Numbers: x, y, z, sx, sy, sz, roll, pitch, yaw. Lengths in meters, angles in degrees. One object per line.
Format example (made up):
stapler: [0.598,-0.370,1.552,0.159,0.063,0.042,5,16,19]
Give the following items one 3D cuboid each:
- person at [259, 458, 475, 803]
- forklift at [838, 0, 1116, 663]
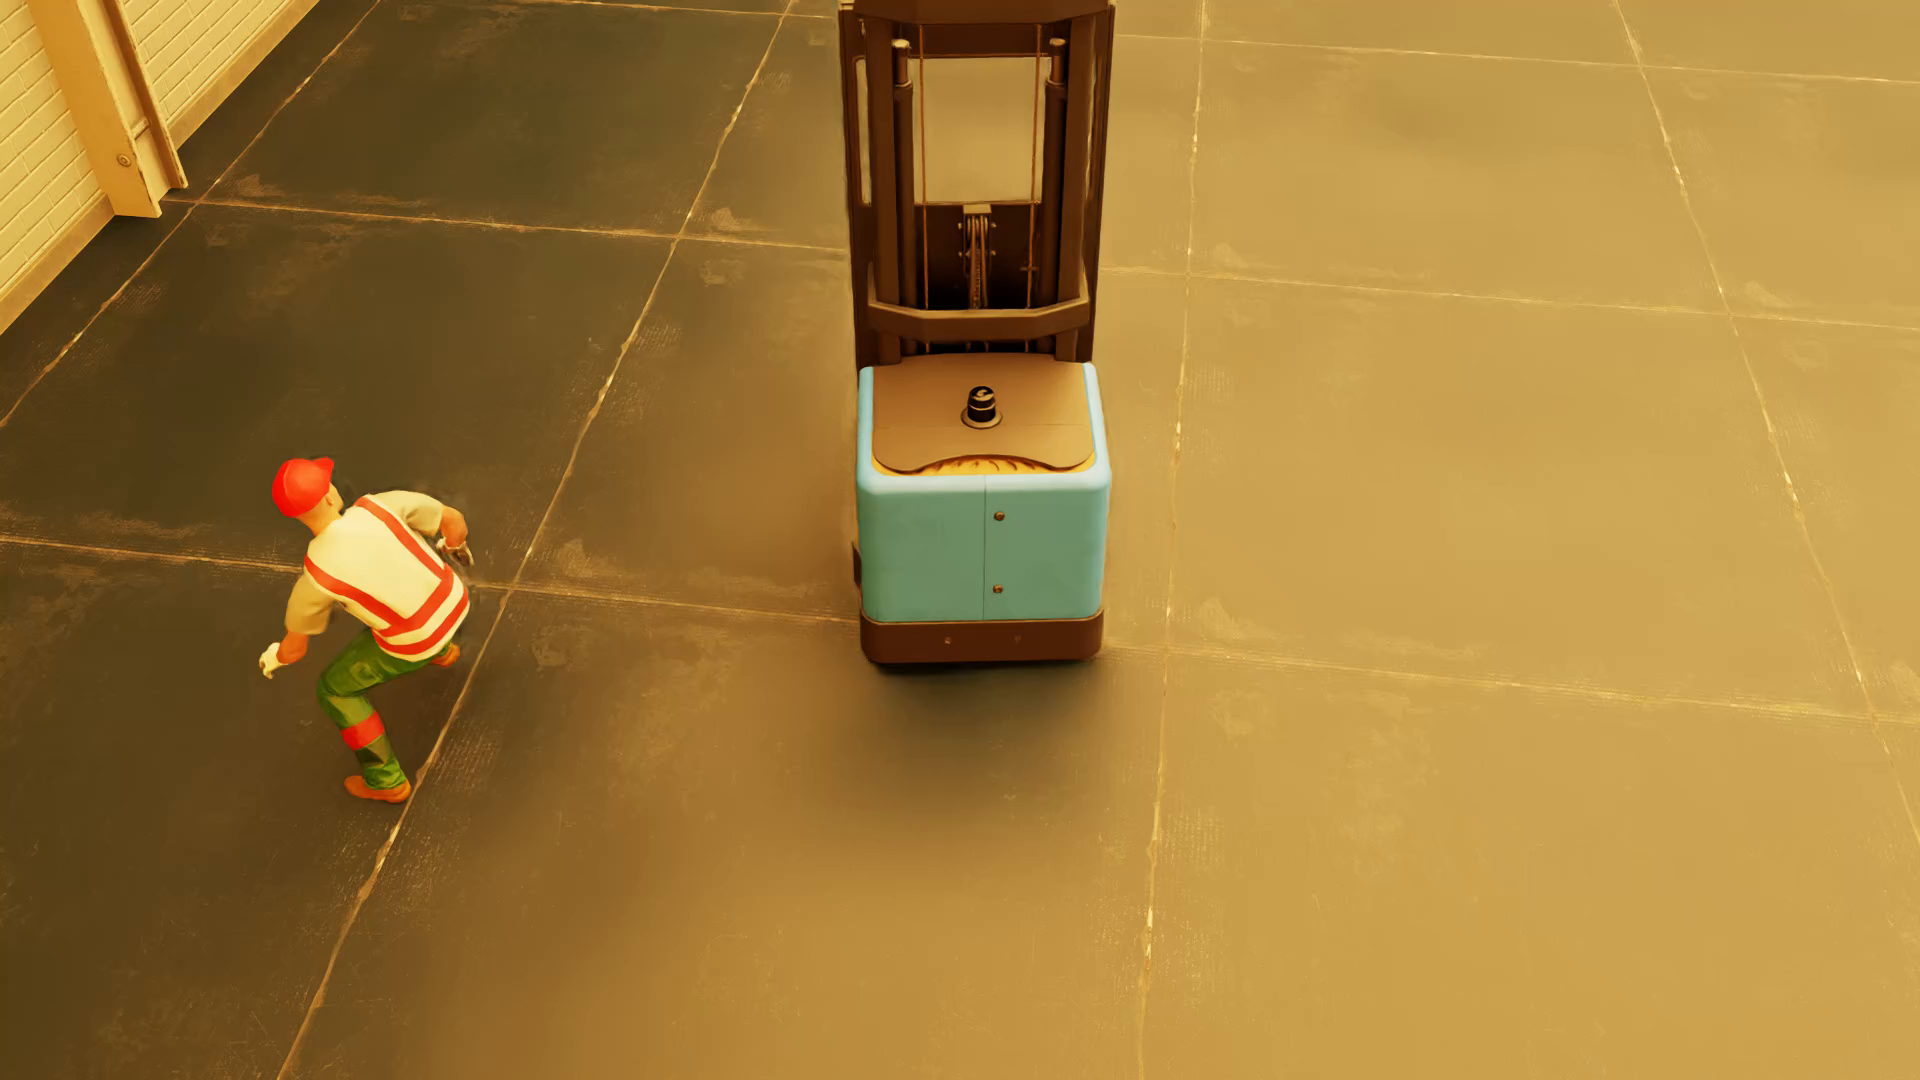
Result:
person: [-2.294,0.255,6.527,0.679,1.535,0.811,19,46,19]
forklift: [0.057,-1.525,7.384,1.130,2.935,3.031,-1,43,-1]
